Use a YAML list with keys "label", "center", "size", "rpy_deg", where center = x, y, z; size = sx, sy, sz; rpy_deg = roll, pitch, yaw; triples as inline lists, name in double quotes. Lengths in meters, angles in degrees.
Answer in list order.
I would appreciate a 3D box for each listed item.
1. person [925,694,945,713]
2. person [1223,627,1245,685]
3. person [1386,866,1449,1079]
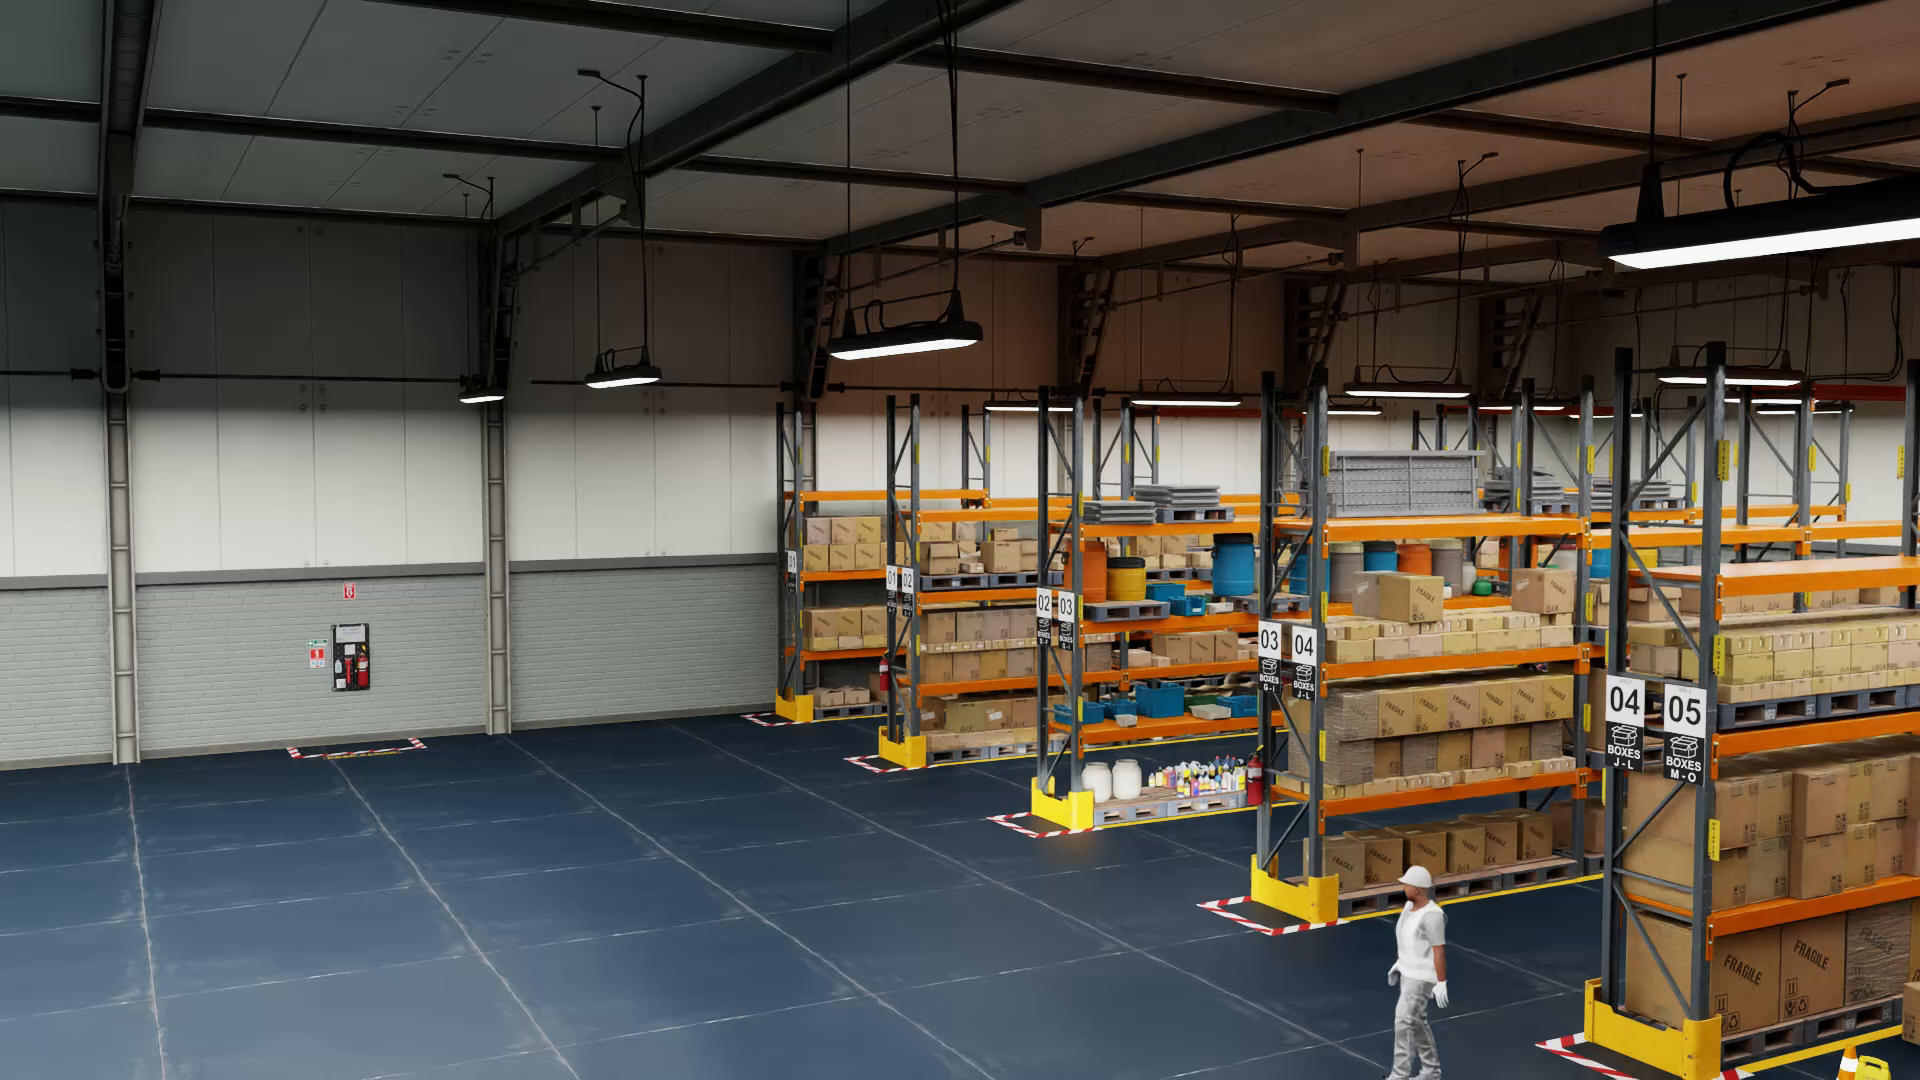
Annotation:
- label: "person"
  center: [-0.532, 2.661, 29.291]
  size: [0.457, 1.680, 0.503]
  rpy_deg: [-1, 3, -20]
- label: "person"
  center: [5.407, 2.508, 32.565]
  size: [0.730, 1.640, 0.704]
  rpy_deg: [-1, 3, -18]
- label: "person"
  center: [3.573, 3.517, 13.352]
  size: [0.642, 1.788, 0.643]
  rpy_deg: [0, 3, 0]
